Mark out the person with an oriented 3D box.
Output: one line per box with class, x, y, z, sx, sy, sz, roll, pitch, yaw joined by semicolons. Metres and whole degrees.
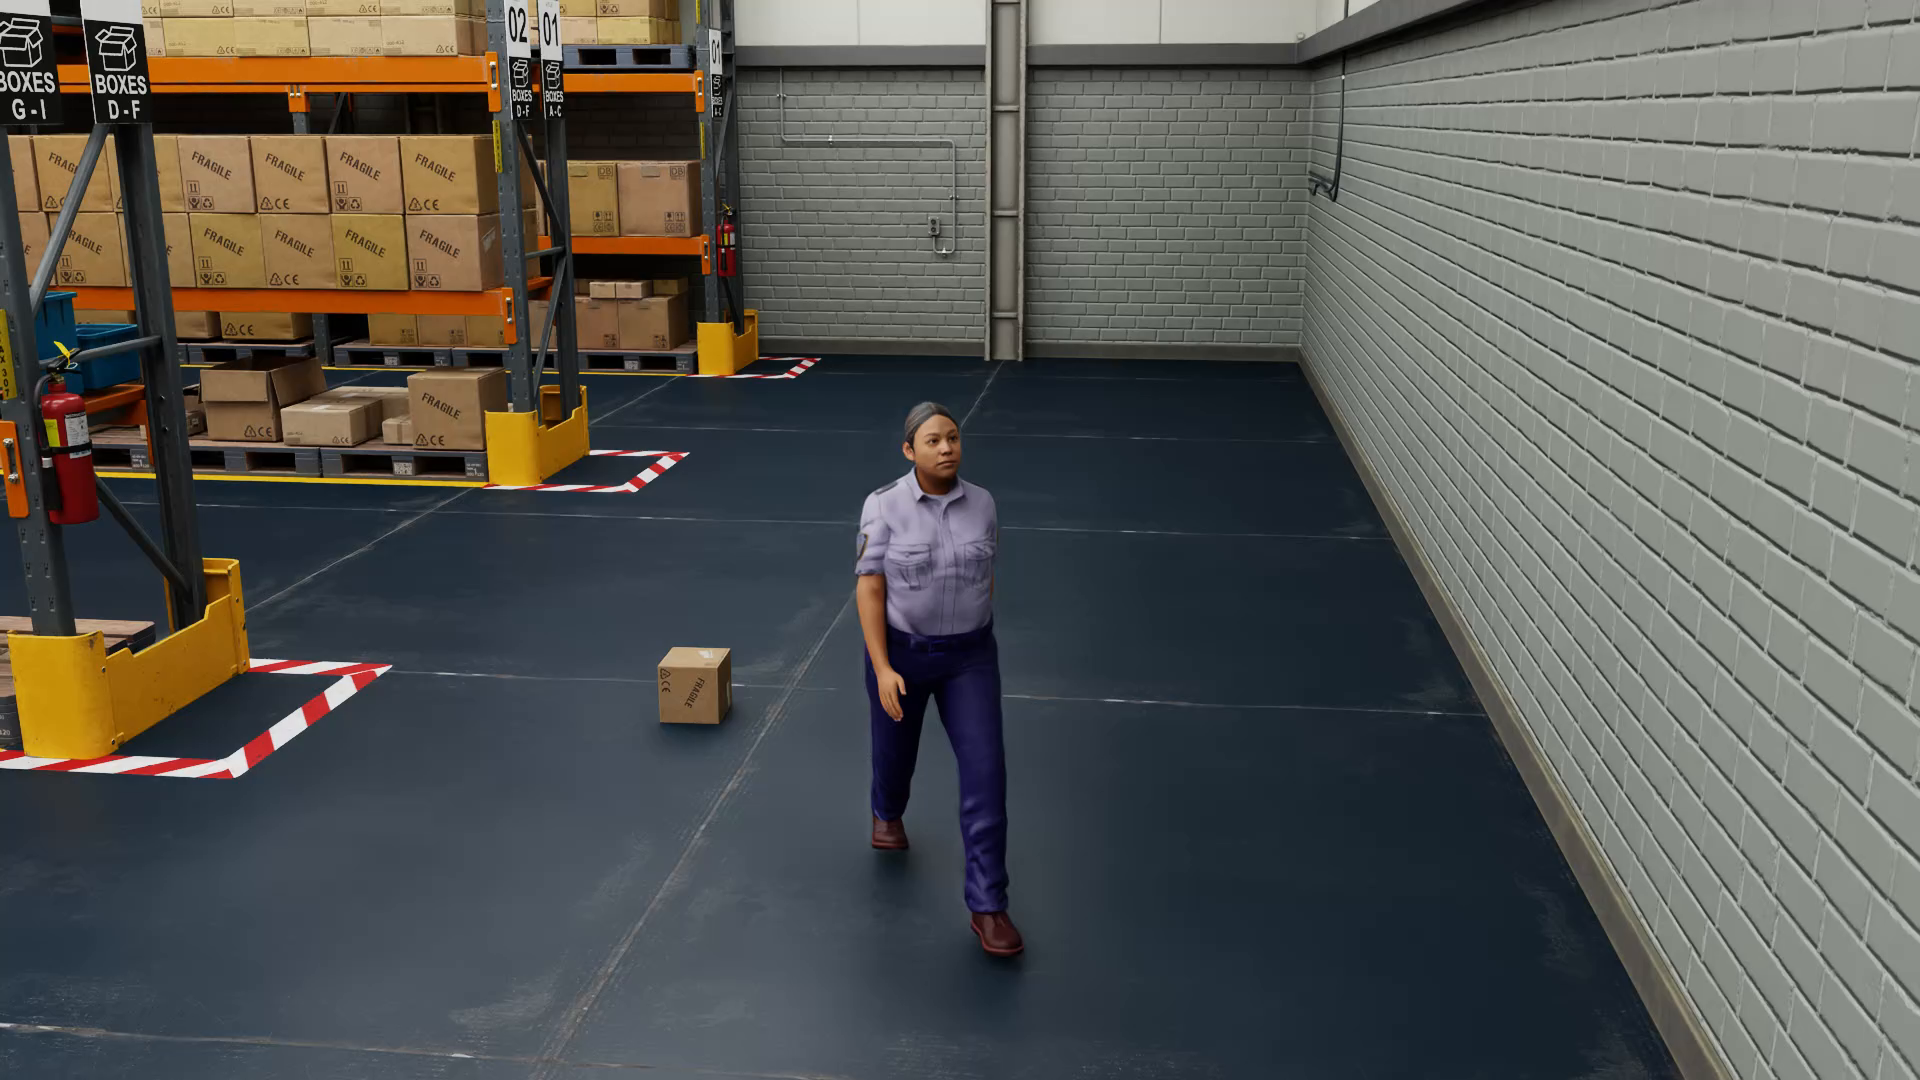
person;-0.093;0.367;5.122;0.467;1.588;1.021;-3;15;-13
